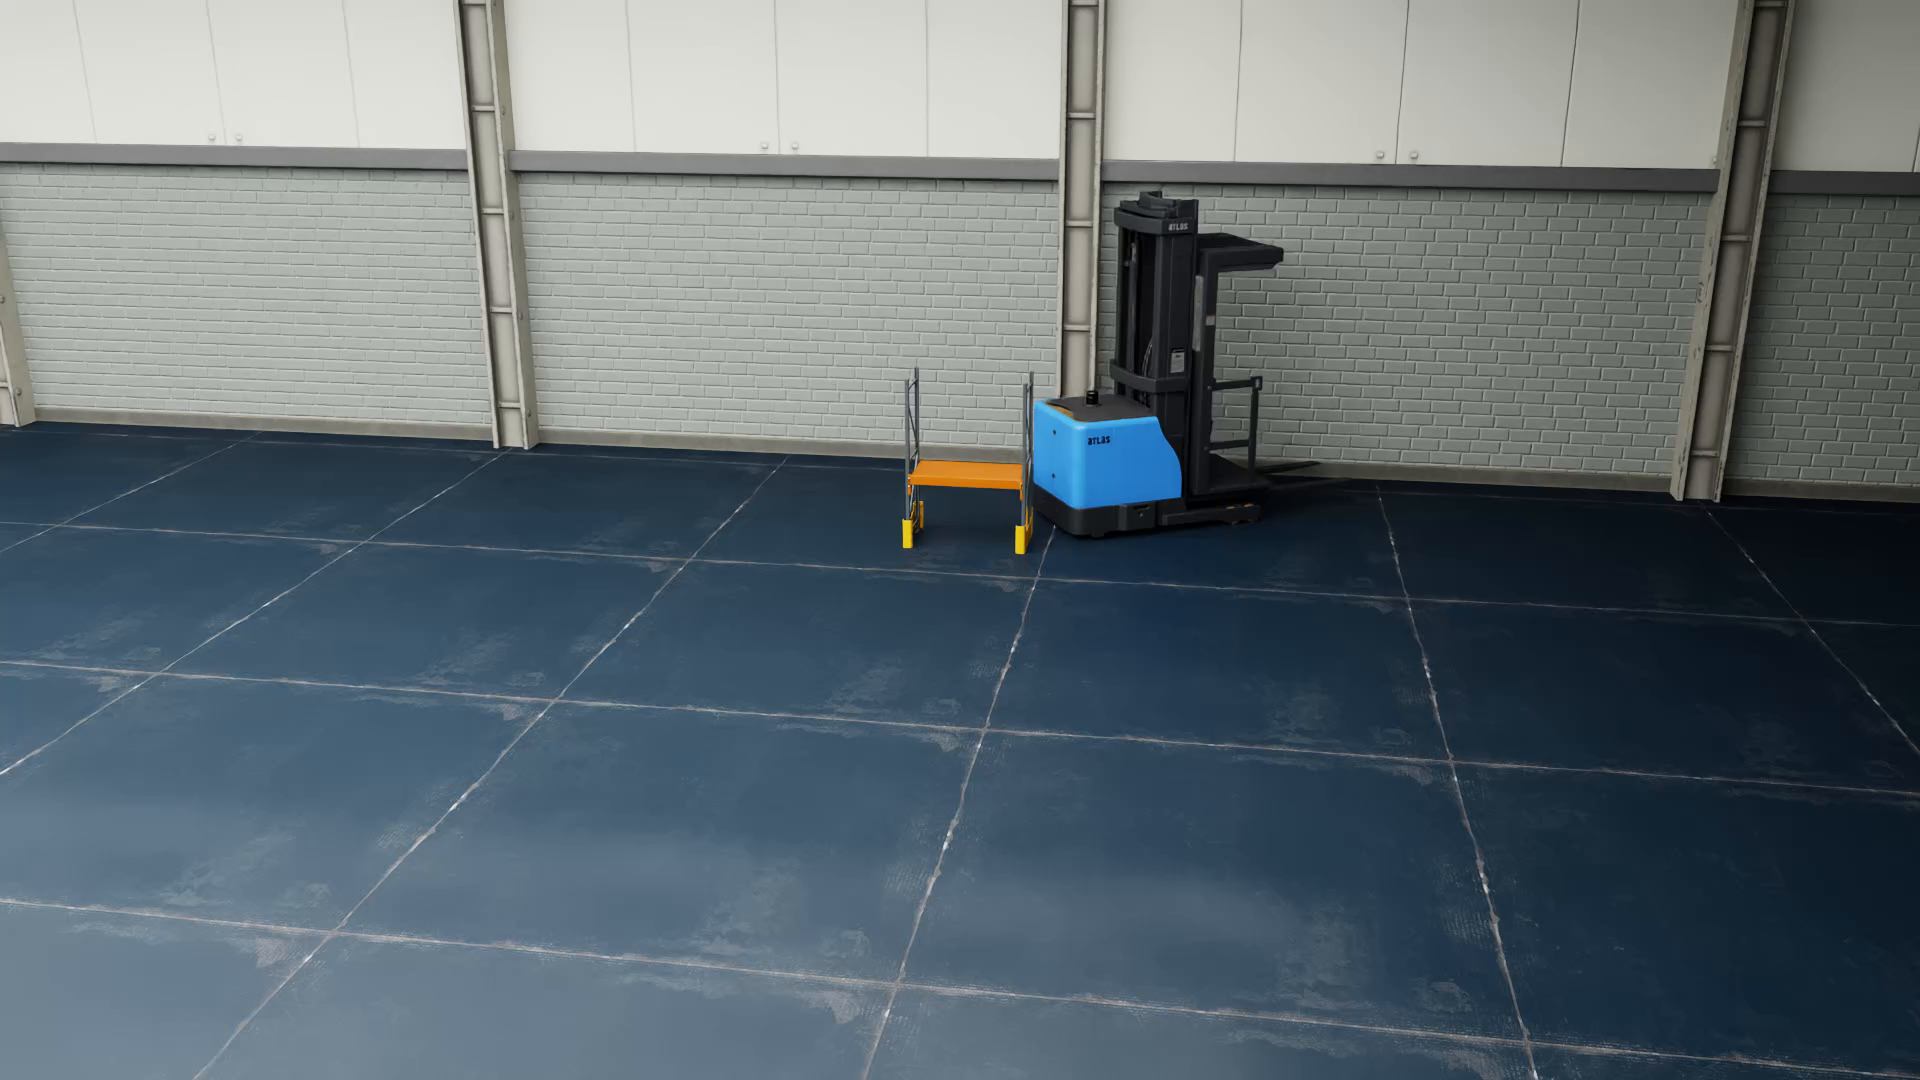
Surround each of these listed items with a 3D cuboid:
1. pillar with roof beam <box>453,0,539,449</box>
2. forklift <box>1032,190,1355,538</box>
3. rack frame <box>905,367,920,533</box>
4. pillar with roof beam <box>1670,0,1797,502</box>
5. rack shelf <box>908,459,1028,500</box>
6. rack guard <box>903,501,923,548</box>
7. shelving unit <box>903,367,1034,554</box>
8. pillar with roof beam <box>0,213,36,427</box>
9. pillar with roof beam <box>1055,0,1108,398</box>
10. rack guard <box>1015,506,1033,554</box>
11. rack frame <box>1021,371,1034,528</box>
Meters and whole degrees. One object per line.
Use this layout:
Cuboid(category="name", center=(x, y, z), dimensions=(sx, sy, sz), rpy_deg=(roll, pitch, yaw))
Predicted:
Cuboid(category="pillar with roof beam", center=(-5.441, -3.941, 12.399), dimensions=(0.400, 9.000, 9.100), rpy_deg=(3, 19, 9))
Cuboid(category="forklift", center=(2.232, -1.682, 15.210), dimensions=(3.031, 2.935, 1.130), rpy_deg=(-7, 20, -20))
Cuboid(category="rack frame", center=(-0.418, -0.733, 14.629), dimensions=(0.032, 1.500, 0.500), rpy_deg=(3, 19, 9))
Cuboid(category="pillar with roof beam", center=(6.407, -3.337, 10.594), dimensions=(0.400, 9.000, 9.100), rpy_deg=(3, 19, 9))
Cuboid(category="rack shelf", center=(0.084, -0.536, 14.609), dimensions=(1.000, 0.185, 0.538), rpy_deg=(3, 19, 9))
Cuboid(category="rack guard", center=(-0.416, -0.140, 14.827), dimensions=(0.087, 0.250, 0.587), rpy_deg=(3, 19, 9))
Cuboid(category="shelving unit", center=(0.075, -0.707, 14.554), dimensions=(1.083, 1.500, 0.587), rpy_deg=(3, 19, 9))
Cuboid(category="pillar with roof beam", center=(-11.365, -4.243, 13.302), dimensions=(0.400, 9.000, 9.100), rpy_deg=(3, 19, 9))
Cuboid(category="pillar with roof beam", center=(0.483, -3.639, 11.497), dimensions=(0.400, 9.000, 9.100), rpy_deg=(3, 19, 9))
Cuboid(category="rack guard", center=(0.567, -0.090, 14.677), dimensions=(0.087, 0.250, 0.587), rpy_deg=(3, 19, 9))
Cuboid(category="rack frame", center=(0.586, -0.681, 14.476), dimensions=(0.032, 1.500, 0.500), rpy_deg=(3, 19, 9))
